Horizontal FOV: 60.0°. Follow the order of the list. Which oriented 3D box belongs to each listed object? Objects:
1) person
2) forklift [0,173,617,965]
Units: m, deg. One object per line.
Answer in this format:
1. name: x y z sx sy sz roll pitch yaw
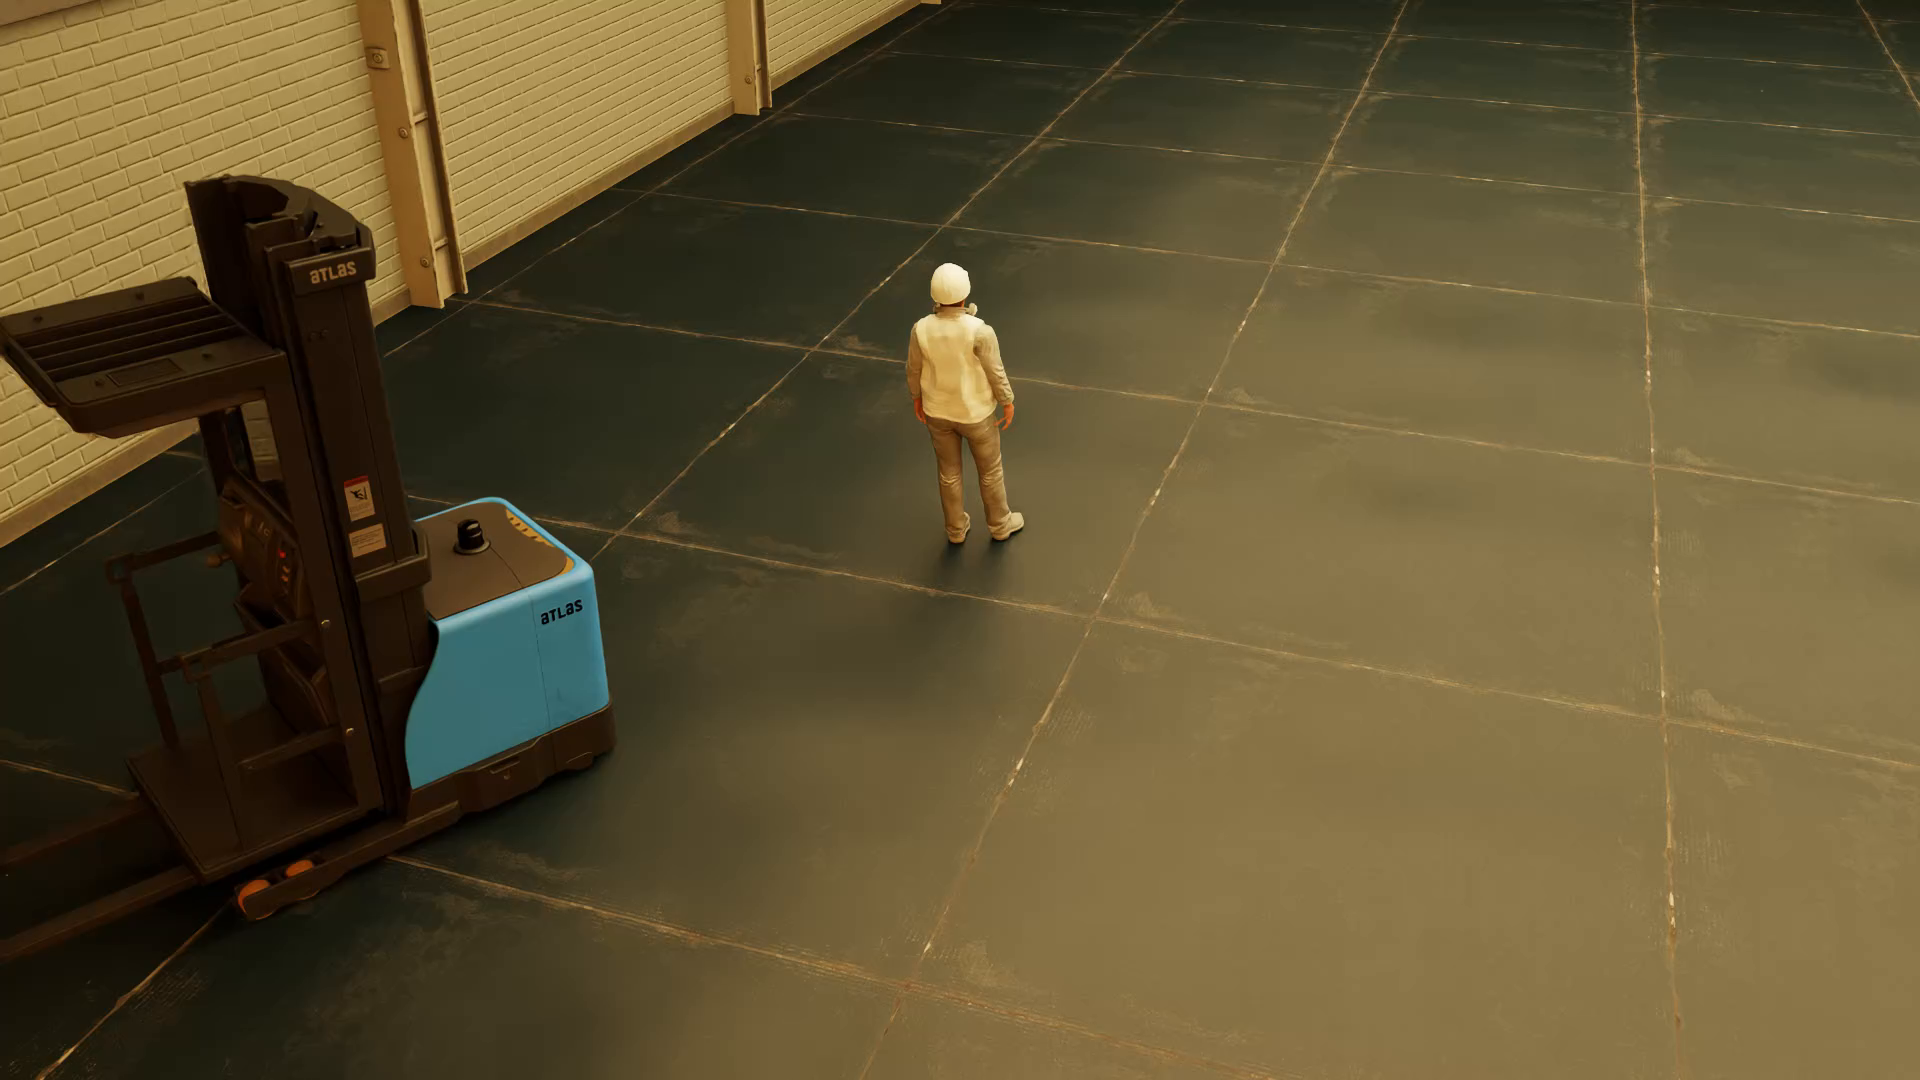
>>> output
1. person: 0.028 -0.806 9.705 0.633 1.775 0.562 10 31 16
2. forklift: -3.143 0.075 7.005 3.031 2.935 1.130 -23 37 -34
